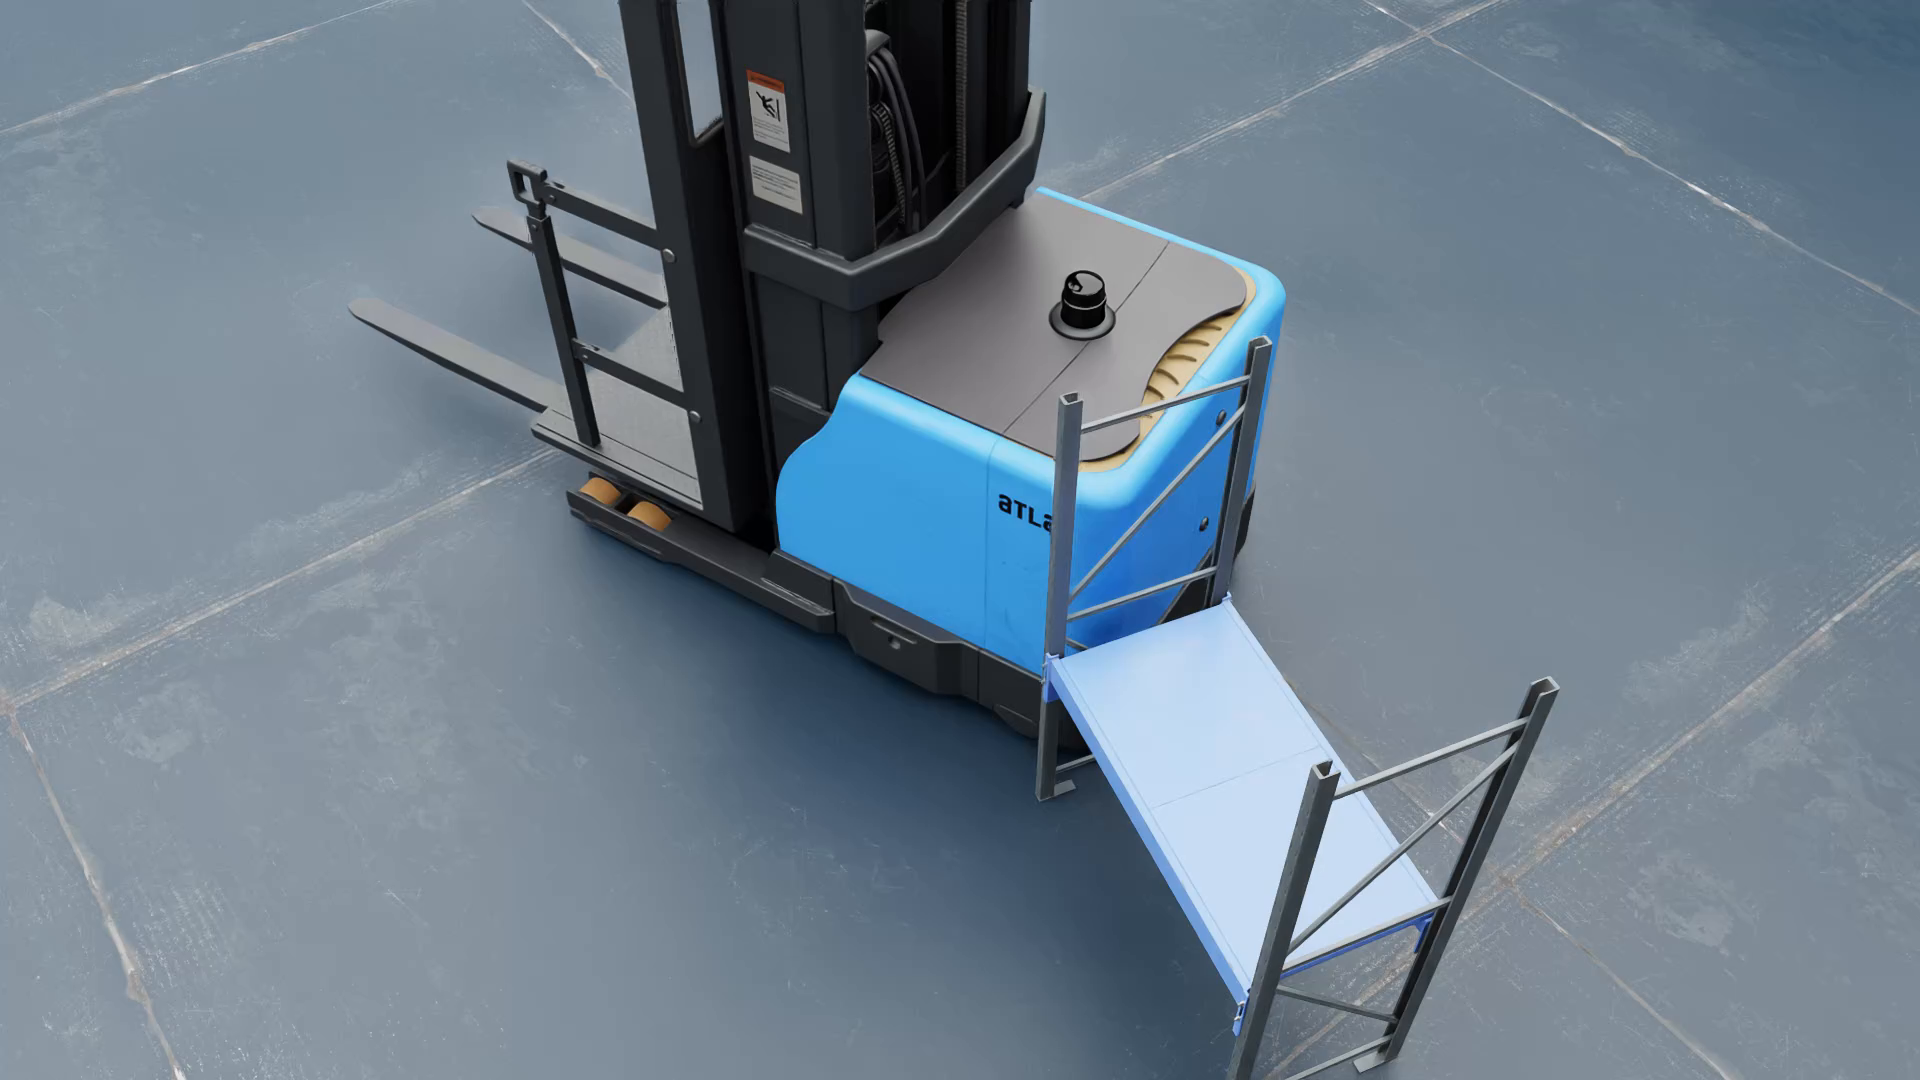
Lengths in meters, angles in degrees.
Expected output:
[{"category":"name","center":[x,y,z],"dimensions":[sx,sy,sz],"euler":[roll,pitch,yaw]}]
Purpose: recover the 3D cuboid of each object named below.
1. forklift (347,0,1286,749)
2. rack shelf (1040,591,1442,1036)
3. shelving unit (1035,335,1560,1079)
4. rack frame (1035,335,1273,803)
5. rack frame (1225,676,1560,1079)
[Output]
[{"category":"forklift","center":[-0.633,-1.247,4.402],"dimensions":[3.031,2.935,1.130],"euler":[25,52,21]},{"category":"rack shelf","center":[0.643,0.606,3.931],"dimensions":[0.538,0.185,1.000],"euler":[-17,50,-15]},{"category":"shelving unit","center":[0.643,0.485,3.798],"dimensions":[0.538,1.500,1.048],"euler":[-17,50,-15]},{"category":"rack frame","center":[0.444,0.139,4.112],"dimensions":[0.500,1.500,0.032],"euler":[-17,50,-15]},{"category":"rack frame","center":[0.842,0.832,3.484],"dimensions":[0.500,1.500,0.032],"euler":[-17,50,-15]}]
